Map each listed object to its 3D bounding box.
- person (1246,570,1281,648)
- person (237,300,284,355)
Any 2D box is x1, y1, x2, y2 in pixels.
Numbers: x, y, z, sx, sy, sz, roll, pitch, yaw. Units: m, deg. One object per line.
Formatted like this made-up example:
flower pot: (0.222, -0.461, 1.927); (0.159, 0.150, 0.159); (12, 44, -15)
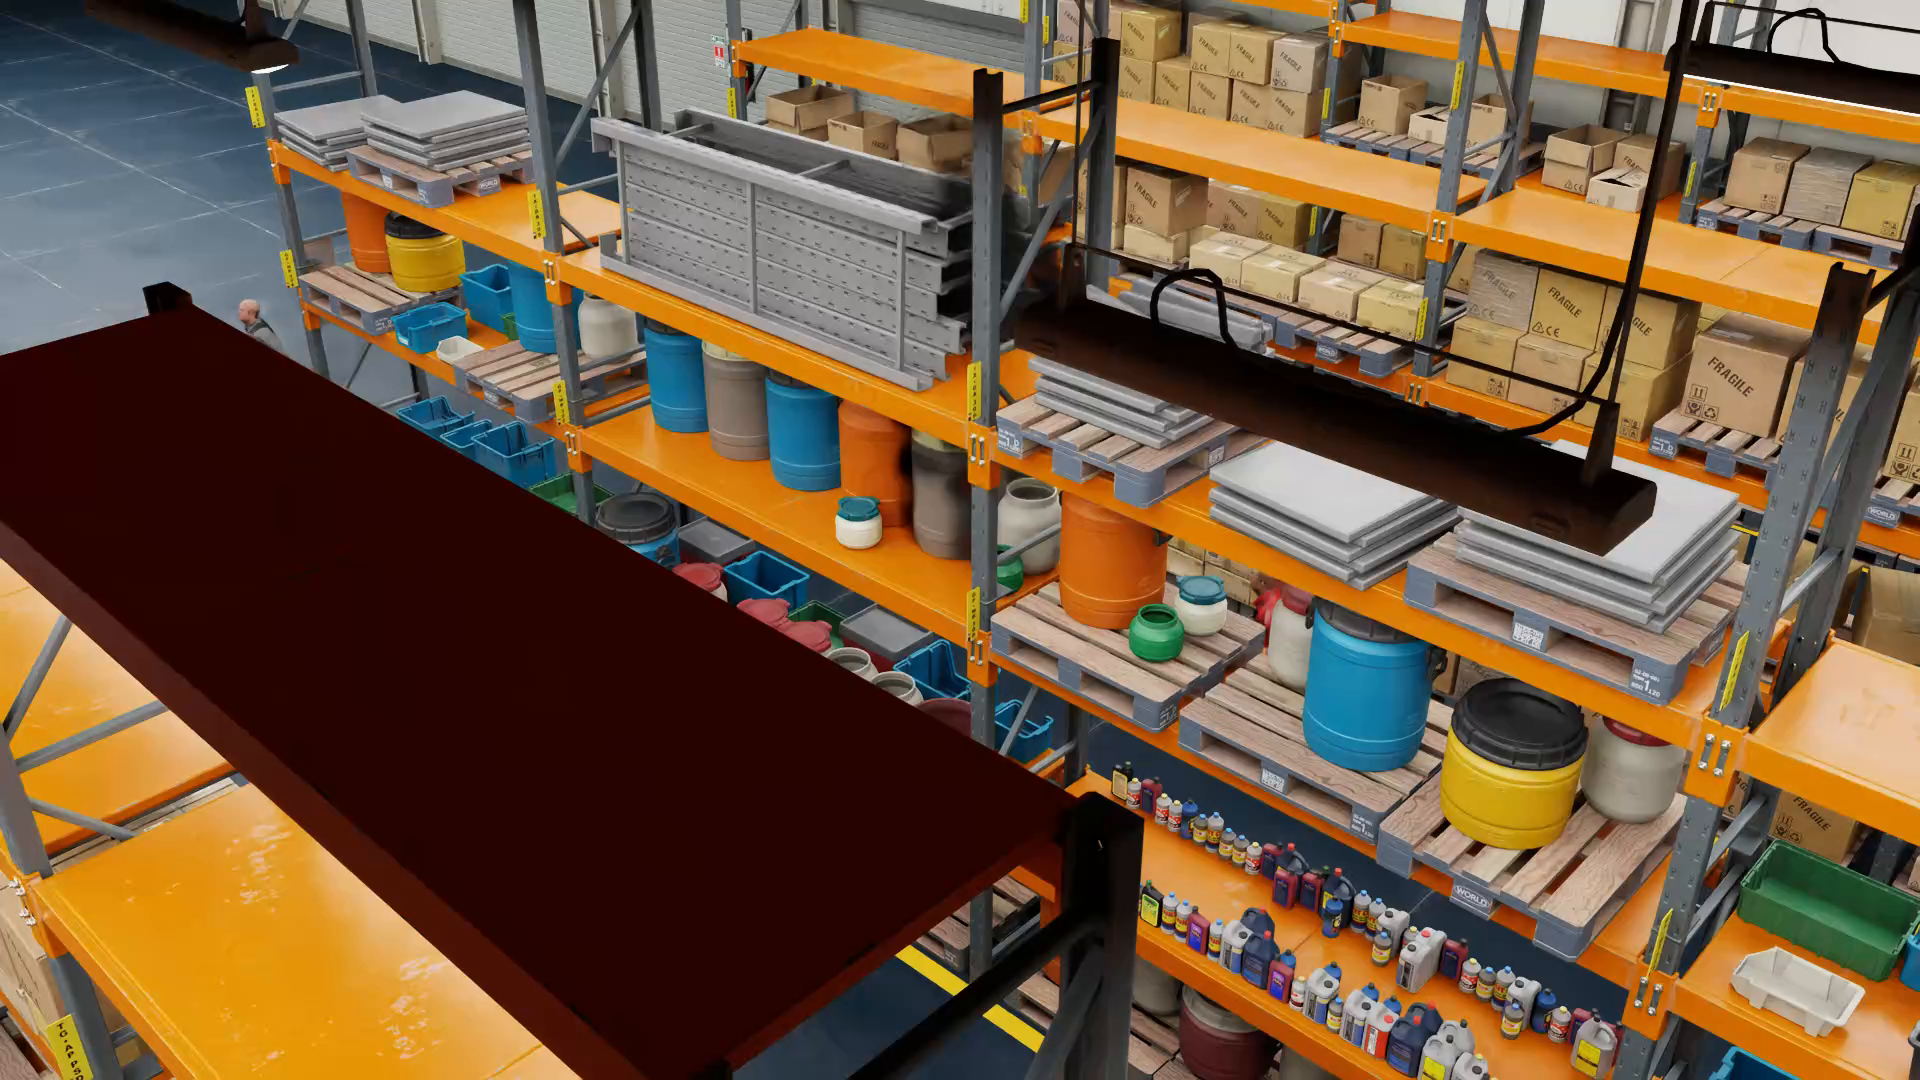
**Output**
person: (2.337, 0.958, 12.292); (0.751, 1.665, 0.654); (23, 37, 35)
person: (-7.418, -1.736, 17.601); (0.562, 1.684, 0.674); (-13, 32, -22)
